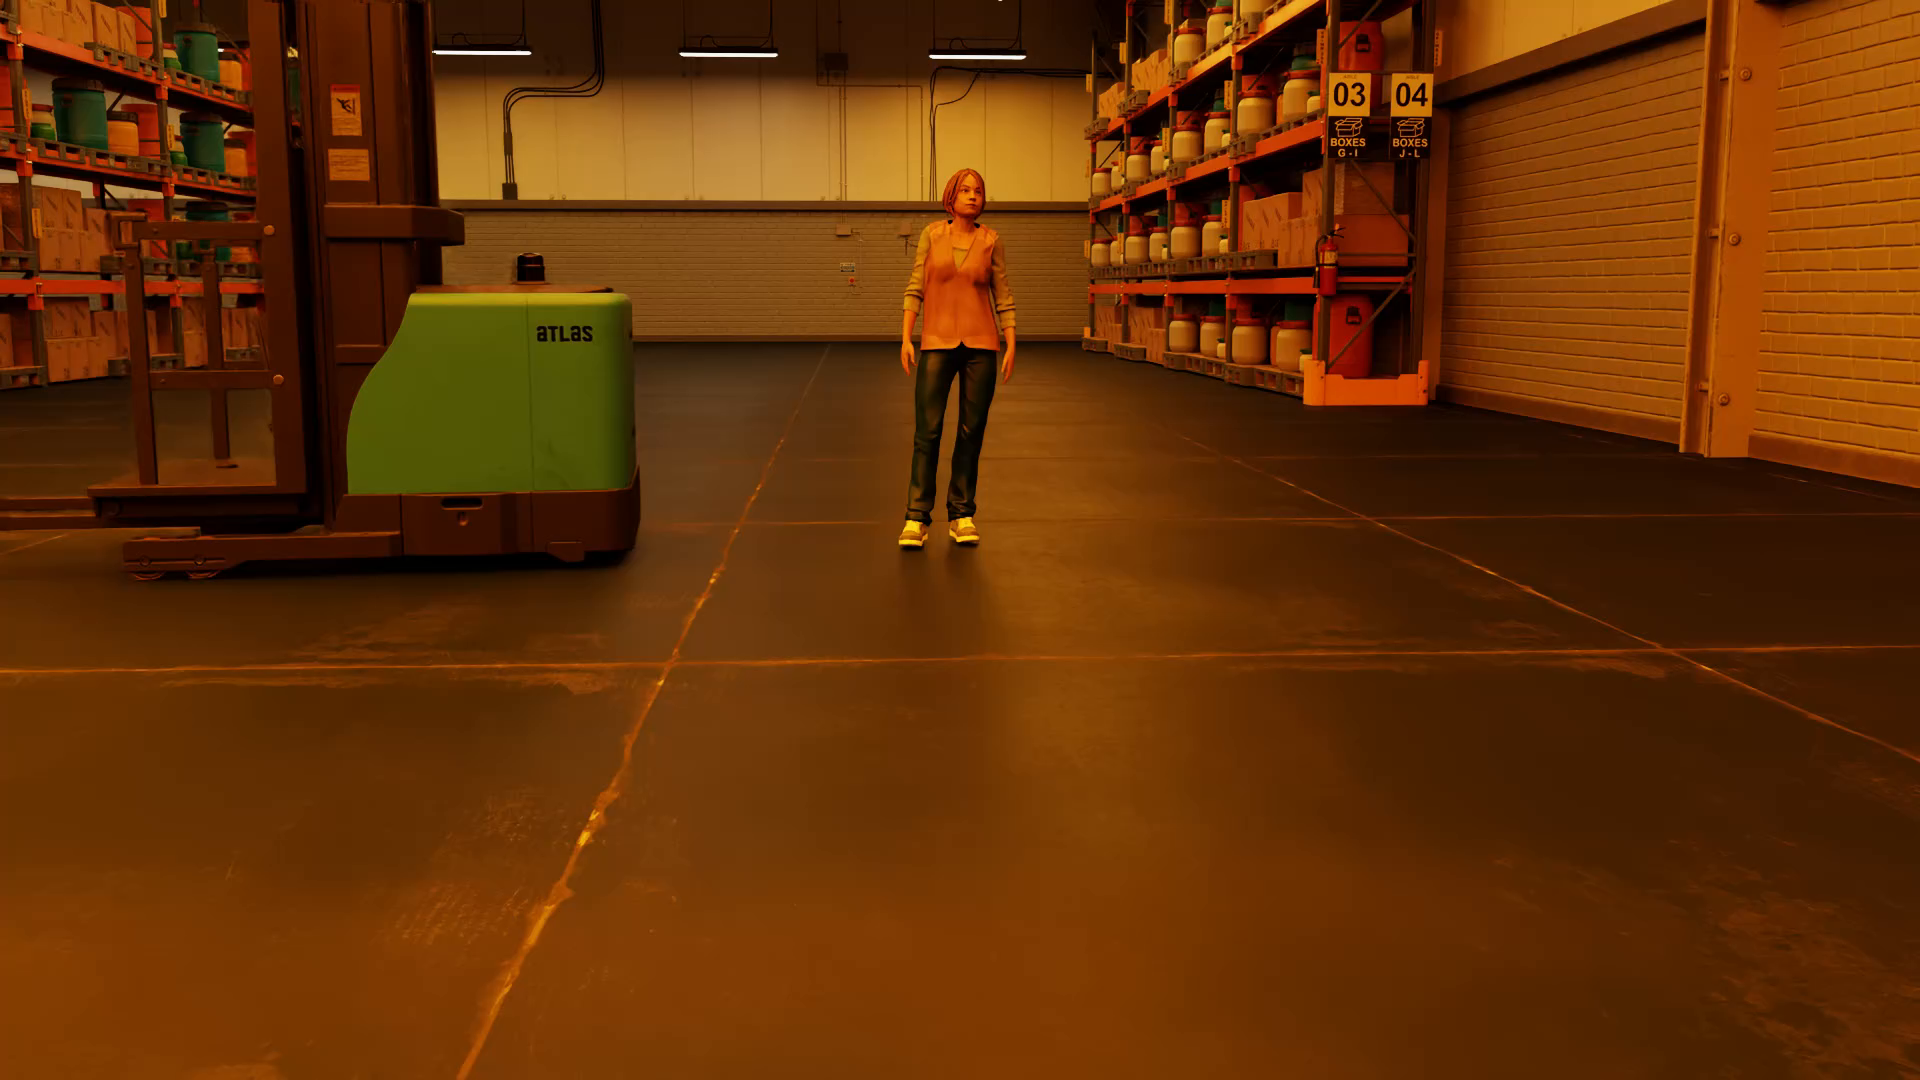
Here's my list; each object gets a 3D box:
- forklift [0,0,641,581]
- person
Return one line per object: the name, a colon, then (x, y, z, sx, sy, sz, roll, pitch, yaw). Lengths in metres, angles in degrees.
forklift: (-2.867, -1.379, 6.621, 3.031, 2.935, 1.130, -1, 9, -9)
person: (-0.010, -0.786, 7.118, 0.520, 1.597, 0.476, -1, 8, -4)
